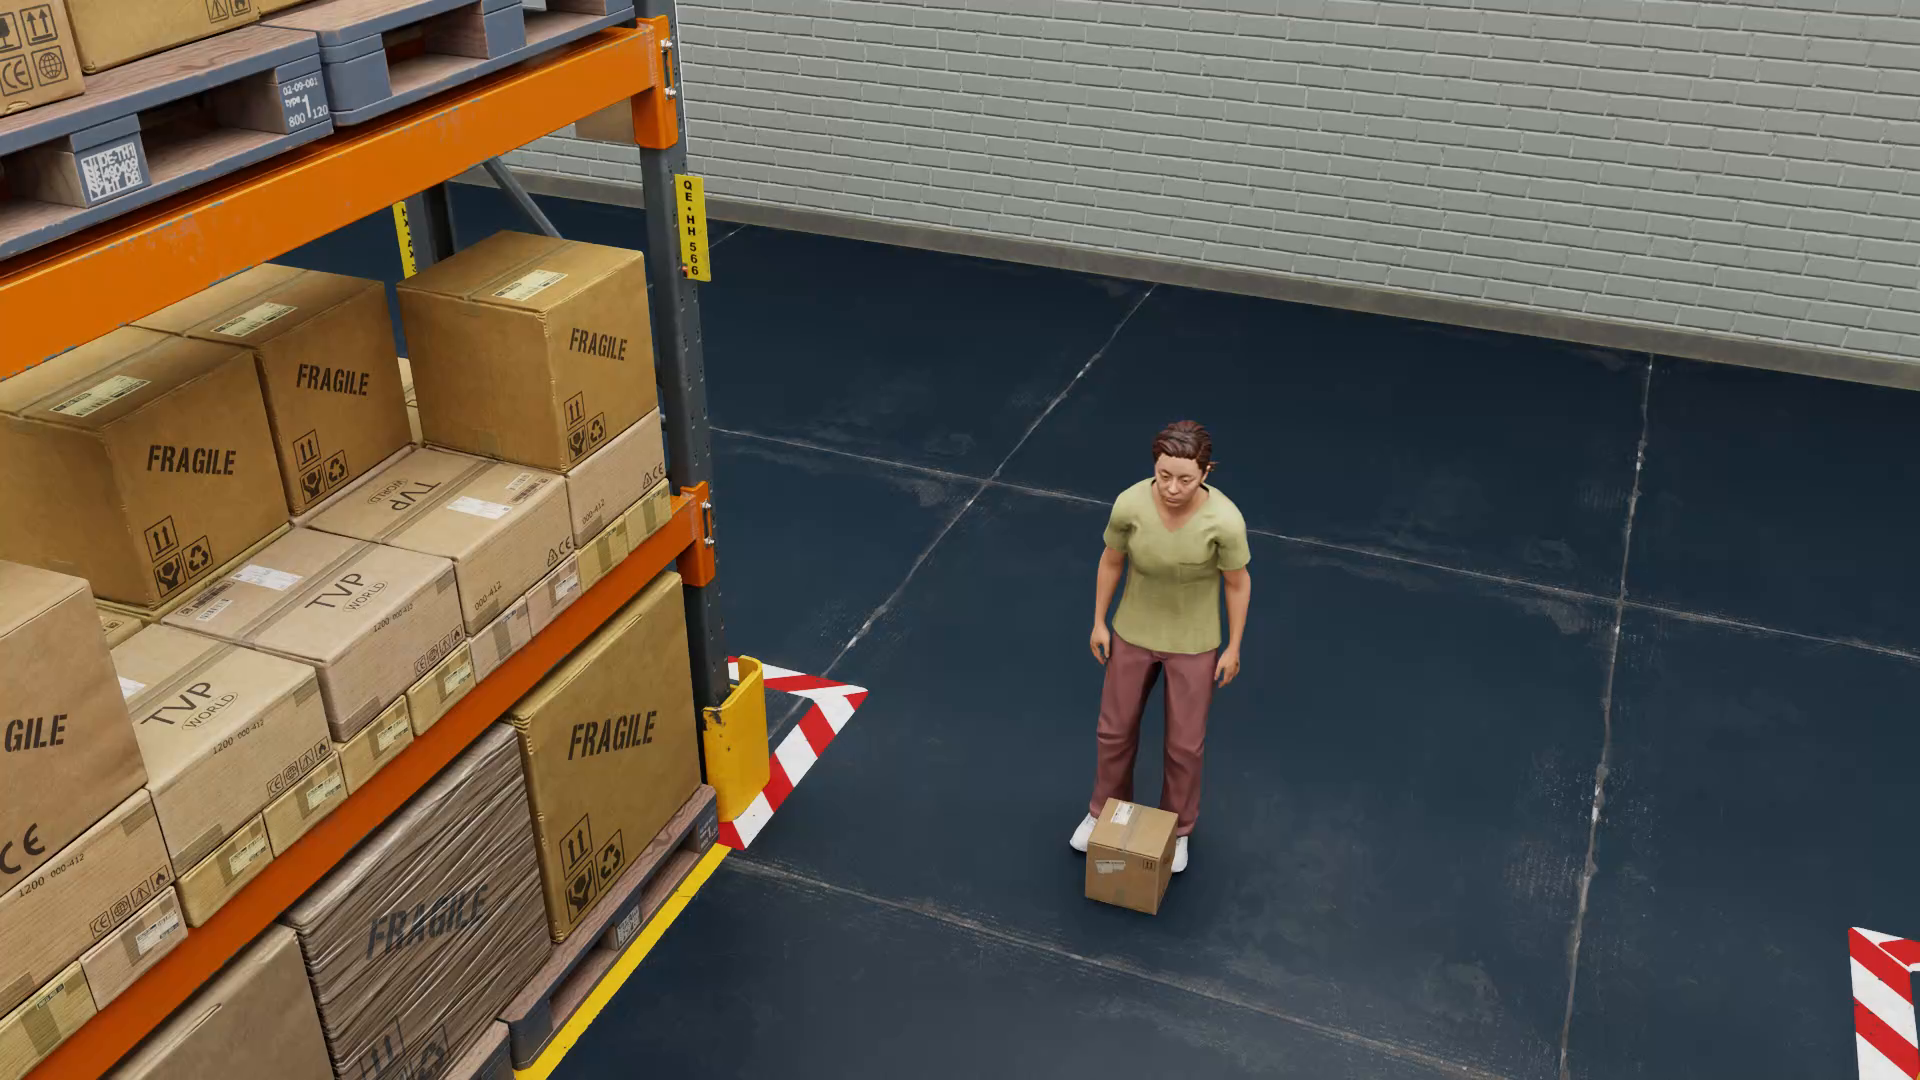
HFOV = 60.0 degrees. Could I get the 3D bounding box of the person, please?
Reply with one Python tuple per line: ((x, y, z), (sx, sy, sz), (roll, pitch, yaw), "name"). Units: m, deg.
((0.678, 0.346, 5.523), (0.519, 1.673, 0.353), (10, 31, 17), "person")
